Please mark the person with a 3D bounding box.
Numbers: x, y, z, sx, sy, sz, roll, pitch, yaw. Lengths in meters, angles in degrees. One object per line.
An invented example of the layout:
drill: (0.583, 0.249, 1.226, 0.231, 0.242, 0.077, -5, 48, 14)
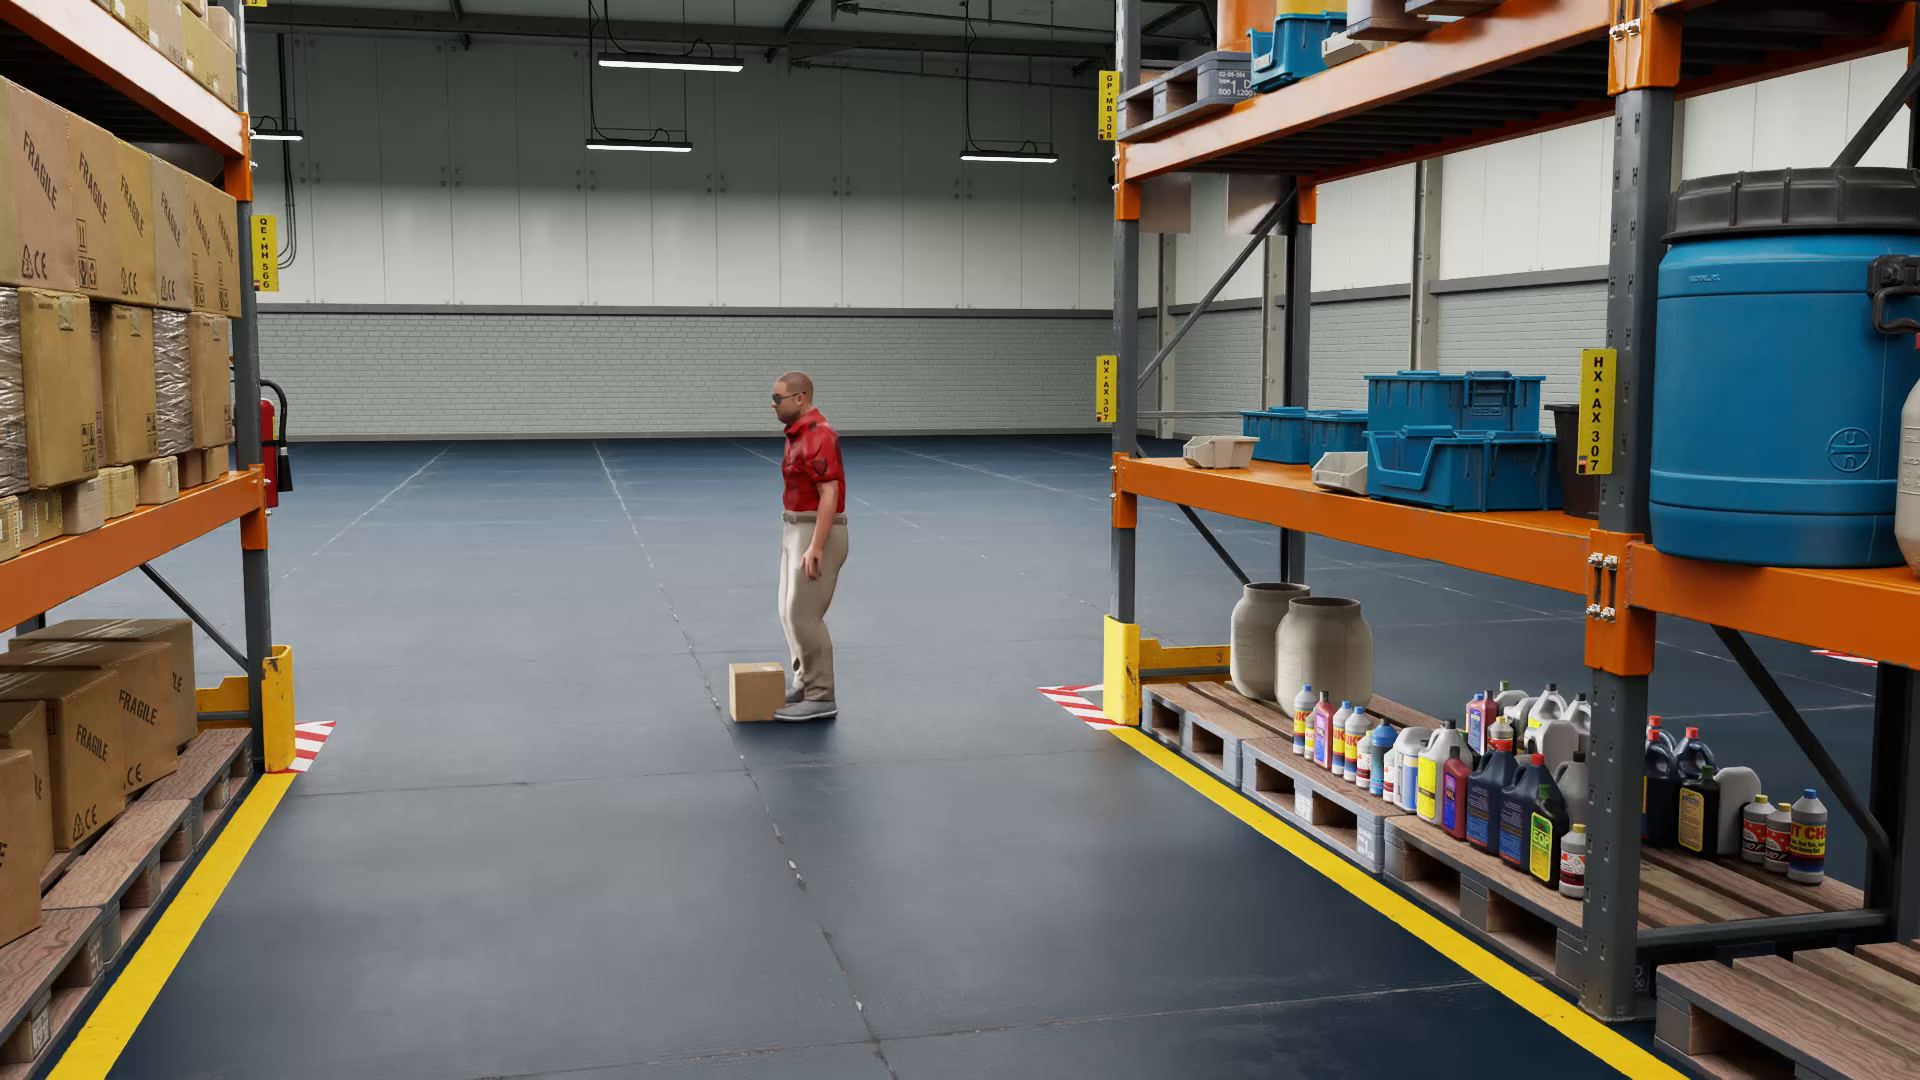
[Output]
person: (-0.773, 0.020, 8.333, 0.400, 1.725, 0.589, -2, 6, -17)
